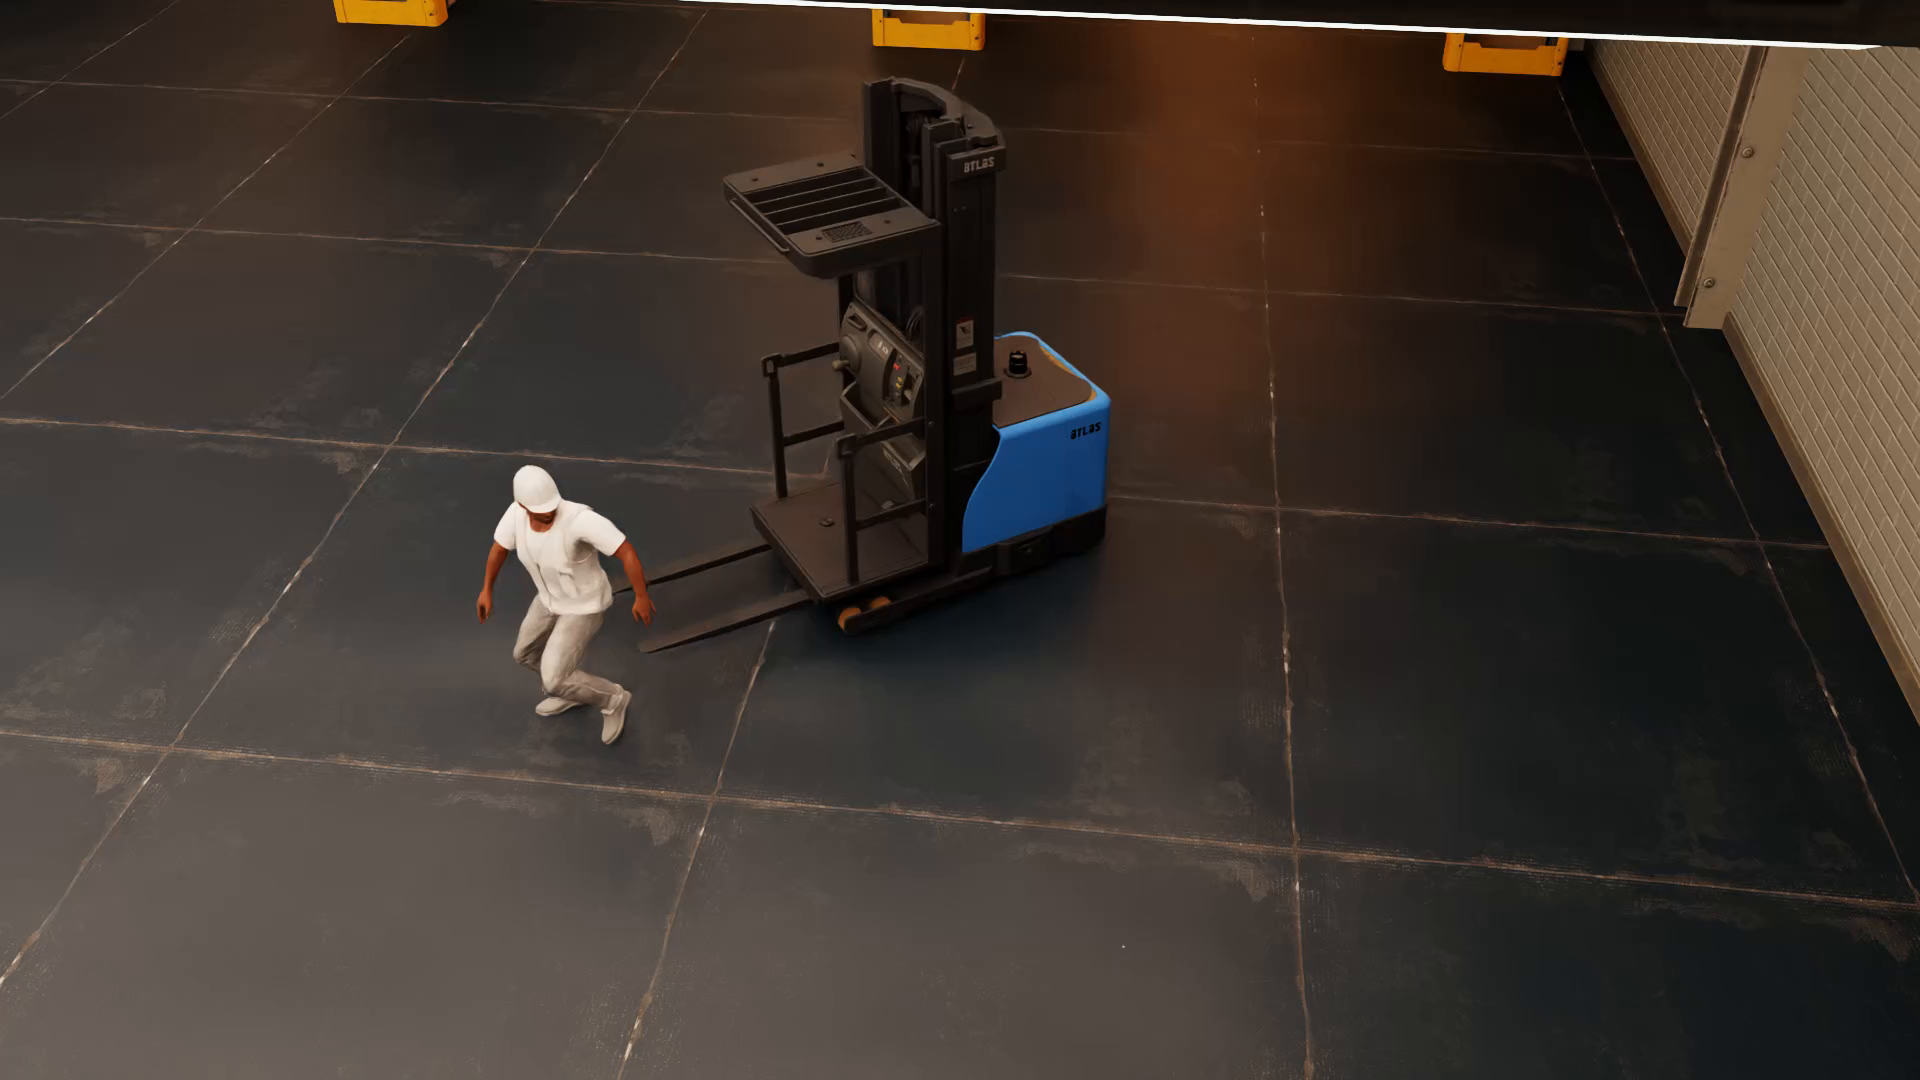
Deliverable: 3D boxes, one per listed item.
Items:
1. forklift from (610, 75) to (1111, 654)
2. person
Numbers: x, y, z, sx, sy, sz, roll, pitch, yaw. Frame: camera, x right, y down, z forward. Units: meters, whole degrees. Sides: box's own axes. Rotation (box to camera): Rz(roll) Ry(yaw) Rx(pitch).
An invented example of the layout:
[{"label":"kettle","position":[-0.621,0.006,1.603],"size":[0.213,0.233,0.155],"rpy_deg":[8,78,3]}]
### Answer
[{"label":"forklift","position":[-0.625,-0.980,9.360],"size":[3.031,2.935,1.130],"rpy_deg":[-18,40,-23]},{"label":"person","position":[-2.075,0.297,8.642],"size":[0.858,1.583,0.621],"rpy_deg":[29,45,34]}]
